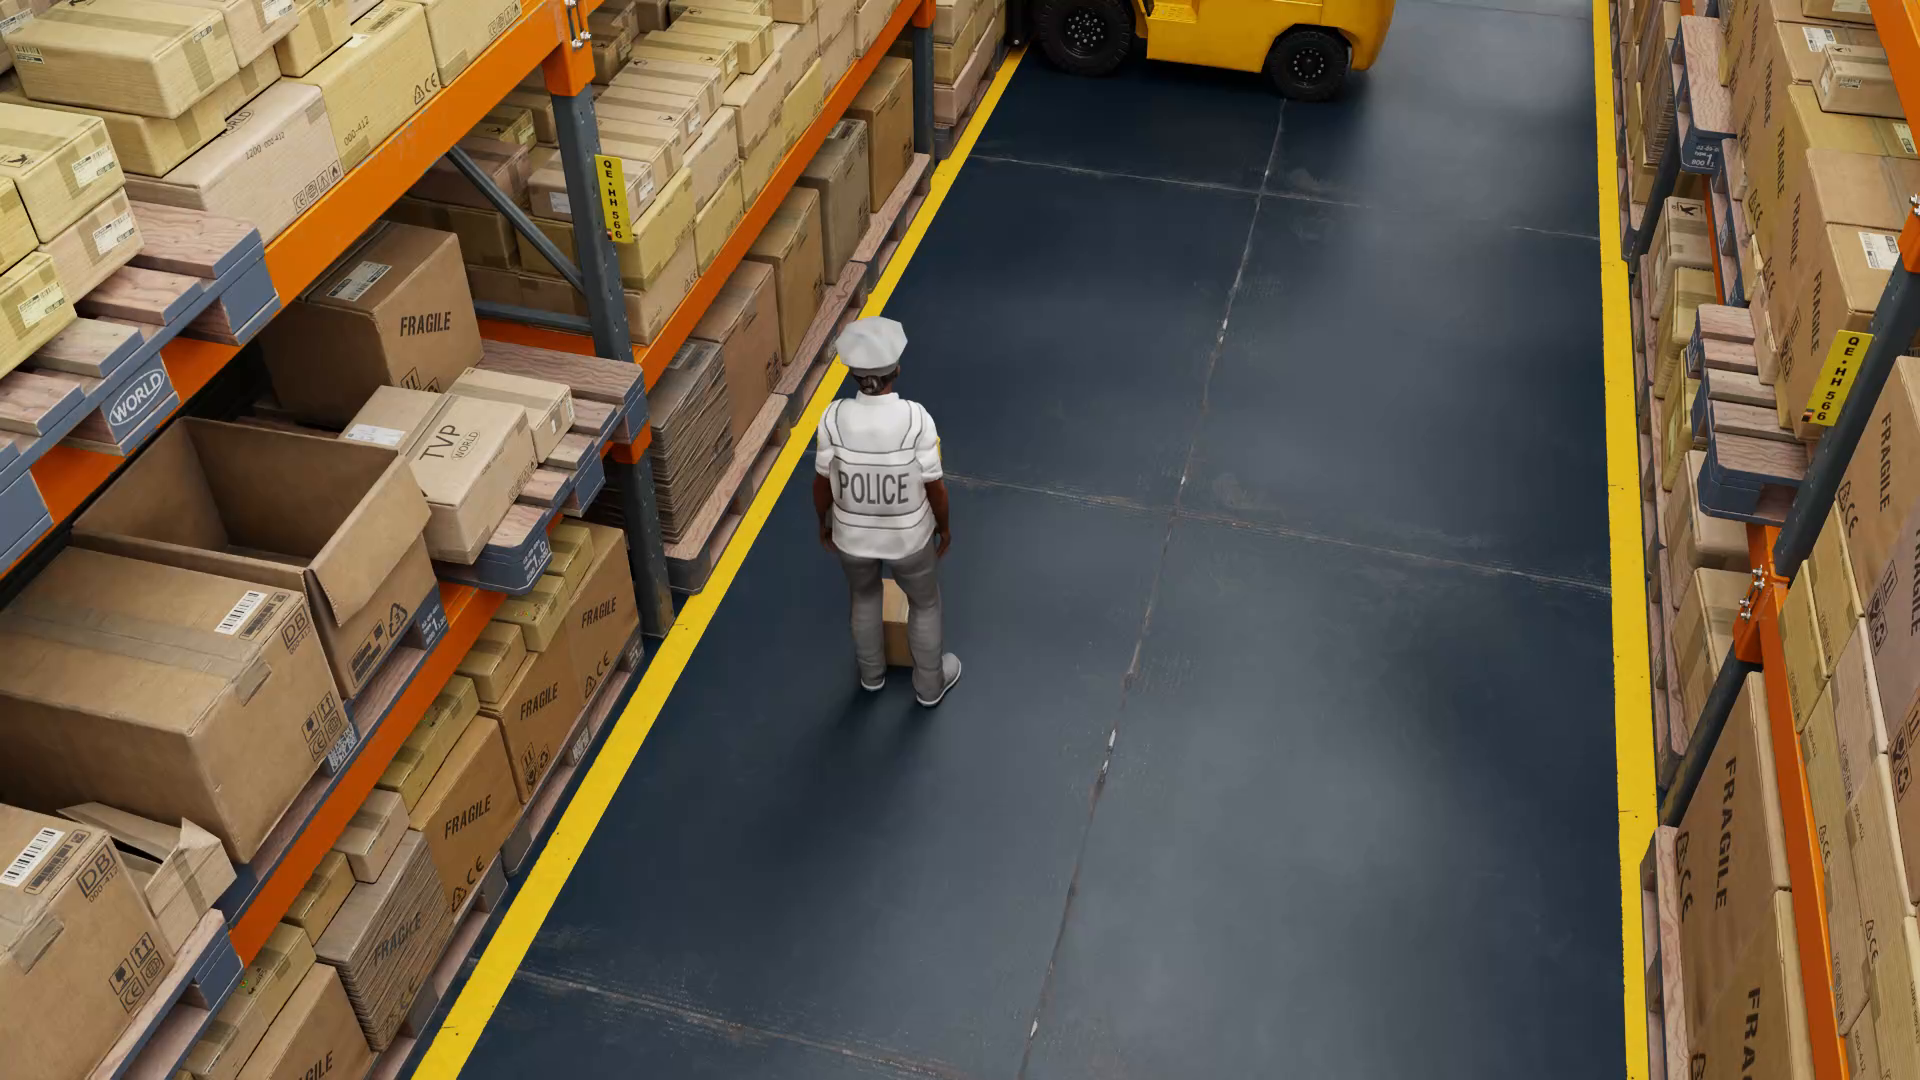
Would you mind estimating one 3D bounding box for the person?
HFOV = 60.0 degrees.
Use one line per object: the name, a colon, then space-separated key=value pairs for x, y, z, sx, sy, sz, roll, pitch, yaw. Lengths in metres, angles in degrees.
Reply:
person: x=-0.269 y=-0.052 z=6.215 sx=0.532 sy=1.663 sz=0.423 roll=4 pitch=41 yaw=5
